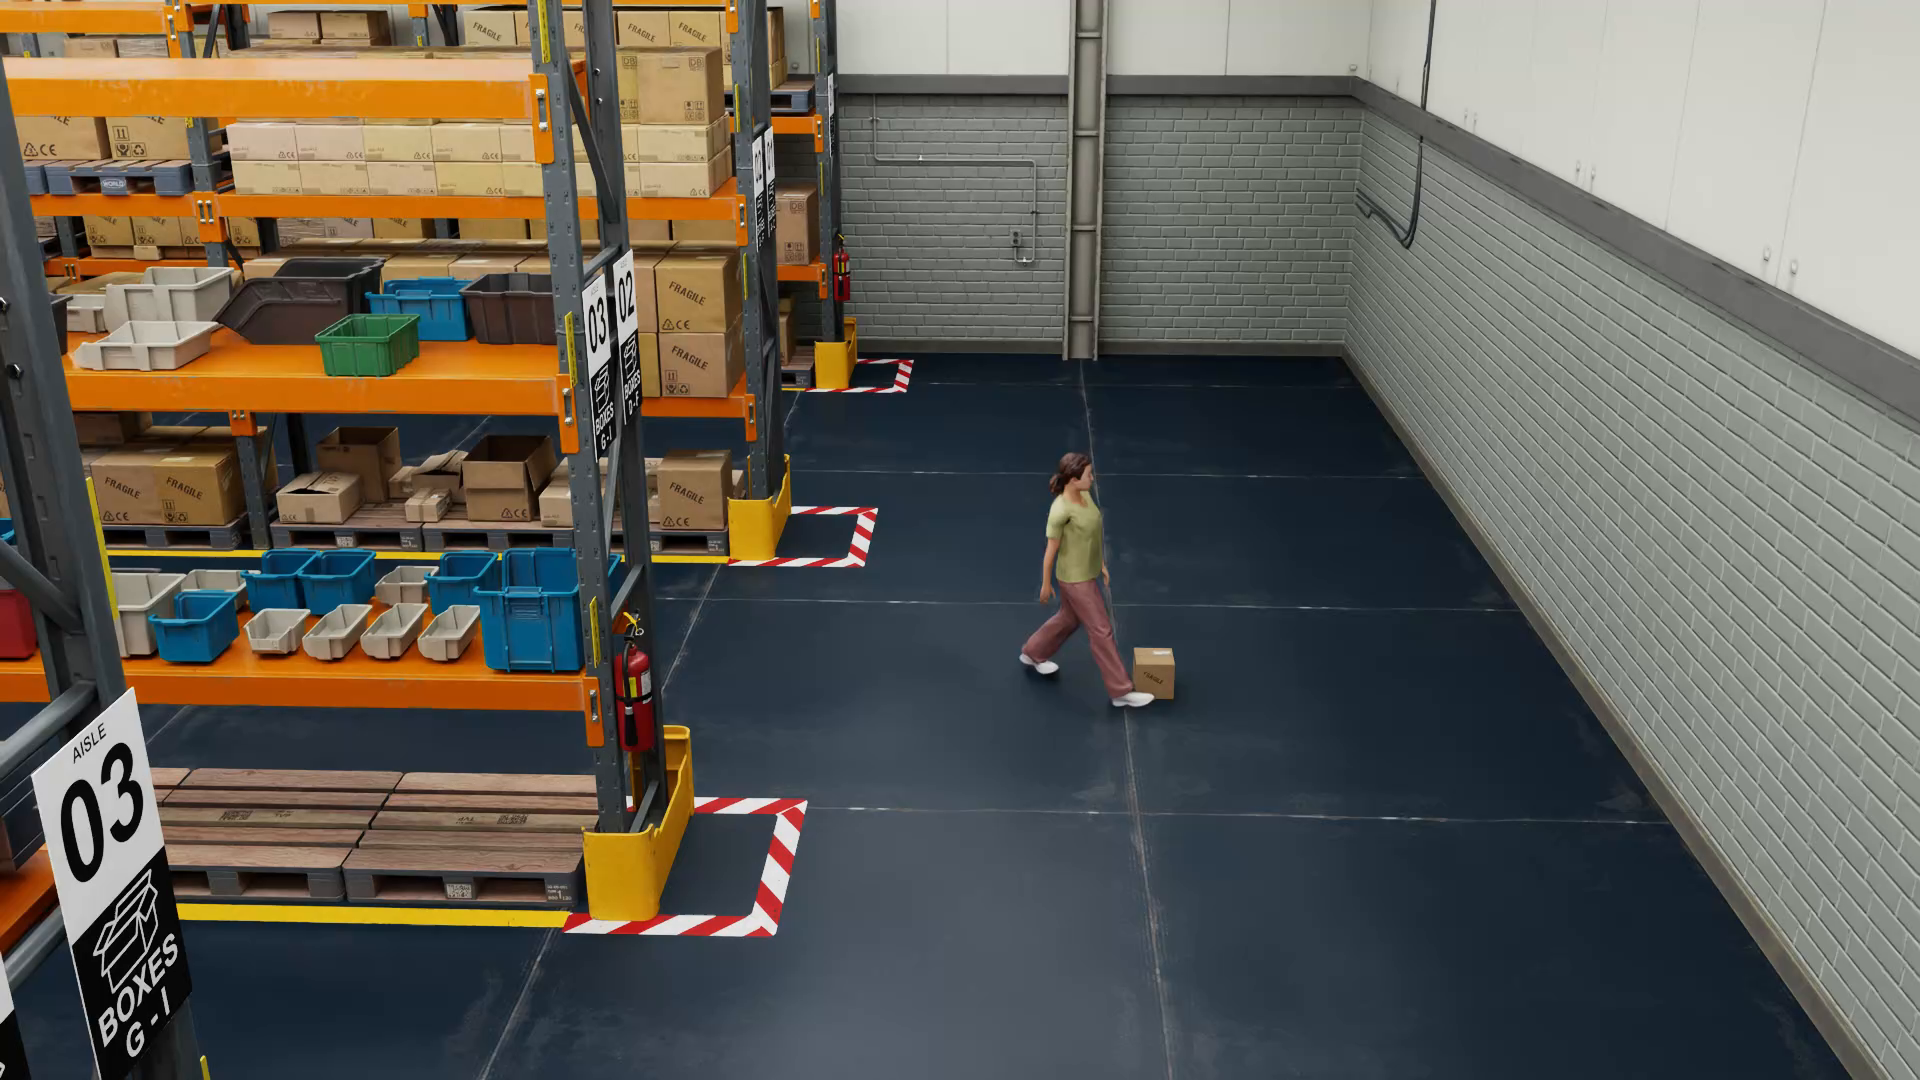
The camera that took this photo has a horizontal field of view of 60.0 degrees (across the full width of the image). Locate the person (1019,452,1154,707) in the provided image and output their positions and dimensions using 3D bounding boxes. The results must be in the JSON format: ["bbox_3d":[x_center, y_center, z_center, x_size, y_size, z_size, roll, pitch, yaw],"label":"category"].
[{"bbox_3d":[0.815,0.230,10.562,1.041,1.590,0.461,10,23,24],"label":"person"}]
